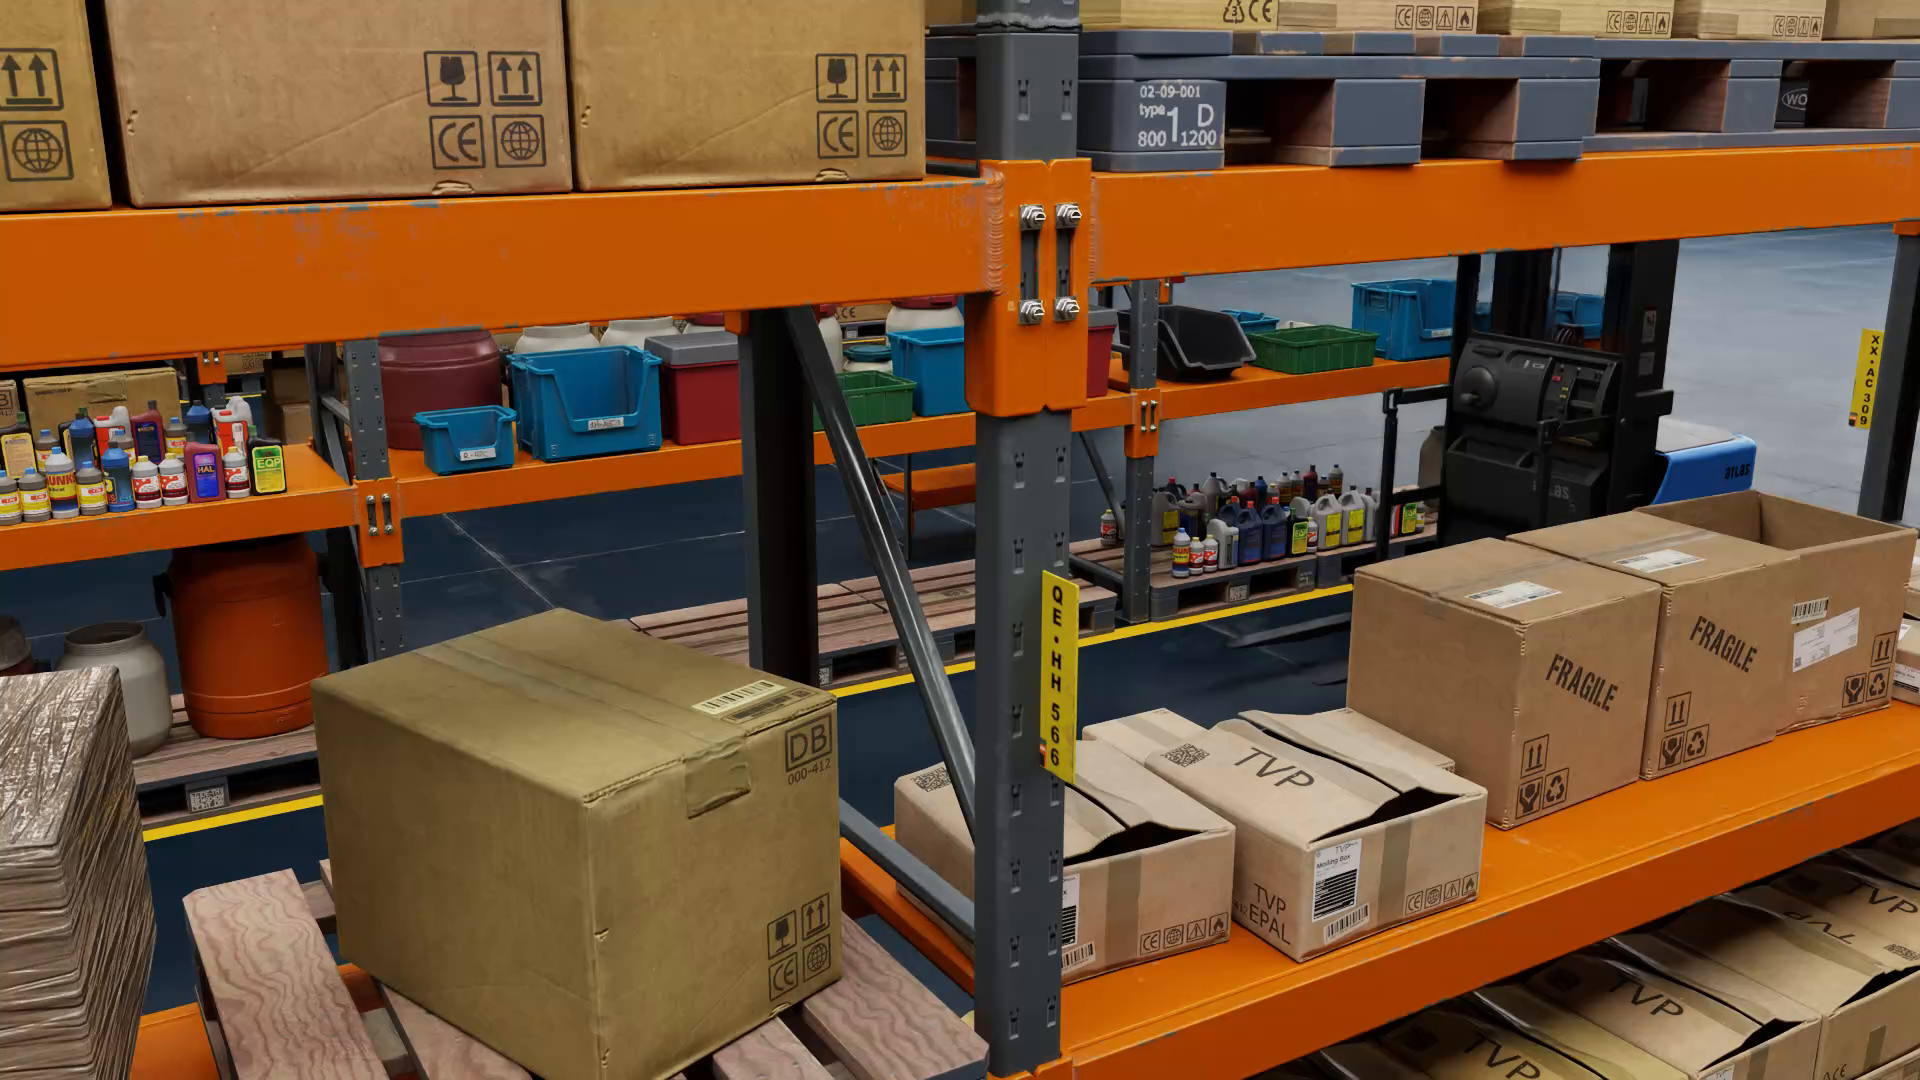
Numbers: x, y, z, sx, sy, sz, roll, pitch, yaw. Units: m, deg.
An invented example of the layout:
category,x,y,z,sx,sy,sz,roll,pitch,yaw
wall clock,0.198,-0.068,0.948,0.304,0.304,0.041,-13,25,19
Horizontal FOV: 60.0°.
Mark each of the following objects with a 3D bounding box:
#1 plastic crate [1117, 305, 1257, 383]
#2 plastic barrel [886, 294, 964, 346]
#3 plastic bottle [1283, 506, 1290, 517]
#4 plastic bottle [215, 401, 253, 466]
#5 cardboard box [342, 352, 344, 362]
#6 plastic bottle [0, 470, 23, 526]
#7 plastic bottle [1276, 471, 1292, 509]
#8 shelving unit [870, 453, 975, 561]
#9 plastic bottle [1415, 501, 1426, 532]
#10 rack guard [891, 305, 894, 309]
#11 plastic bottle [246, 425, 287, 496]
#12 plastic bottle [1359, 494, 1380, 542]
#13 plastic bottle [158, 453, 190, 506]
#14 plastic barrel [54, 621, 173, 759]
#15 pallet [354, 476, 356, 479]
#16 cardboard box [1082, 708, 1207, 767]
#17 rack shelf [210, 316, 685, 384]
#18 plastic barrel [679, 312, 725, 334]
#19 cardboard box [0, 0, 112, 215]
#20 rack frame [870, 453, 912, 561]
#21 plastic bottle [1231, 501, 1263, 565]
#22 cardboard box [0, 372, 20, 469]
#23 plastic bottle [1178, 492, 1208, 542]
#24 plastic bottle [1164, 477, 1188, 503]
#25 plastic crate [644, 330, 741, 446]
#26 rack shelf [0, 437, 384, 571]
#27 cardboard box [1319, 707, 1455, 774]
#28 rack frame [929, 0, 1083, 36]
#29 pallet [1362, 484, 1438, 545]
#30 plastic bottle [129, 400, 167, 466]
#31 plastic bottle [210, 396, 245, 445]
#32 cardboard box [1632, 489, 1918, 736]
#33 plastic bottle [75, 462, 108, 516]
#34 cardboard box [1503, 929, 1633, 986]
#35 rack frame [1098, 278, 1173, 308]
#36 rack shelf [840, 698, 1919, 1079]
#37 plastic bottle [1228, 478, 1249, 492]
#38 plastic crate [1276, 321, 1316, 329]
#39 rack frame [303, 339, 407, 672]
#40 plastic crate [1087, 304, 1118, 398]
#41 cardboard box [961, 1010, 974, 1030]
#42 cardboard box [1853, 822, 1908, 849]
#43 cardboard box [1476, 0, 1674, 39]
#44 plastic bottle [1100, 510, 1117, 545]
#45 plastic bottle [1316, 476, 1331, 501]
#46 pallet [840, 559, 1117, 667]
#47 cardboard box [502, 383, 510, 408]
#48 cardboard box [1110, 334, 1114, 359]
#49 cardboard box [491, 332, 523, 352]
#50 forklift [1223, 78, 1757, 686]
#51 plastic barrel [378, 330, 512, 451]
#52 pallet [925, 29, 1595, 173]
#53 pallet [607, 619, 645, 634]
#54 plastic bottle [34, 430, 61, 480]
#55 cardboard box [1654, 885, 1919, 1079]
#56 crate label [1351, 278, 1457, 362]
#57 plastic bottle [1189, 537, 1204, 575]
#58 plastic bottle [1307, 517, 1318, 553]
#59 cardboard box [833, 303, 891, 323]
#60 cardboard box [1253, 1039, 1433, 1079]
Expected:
category,x,y,z,sx,sy,sz,roll,pitch,yaw
plastic crate,1.260,-1.107,9.415,0.504,0.338,0.767,-9,18,-30
plastic barrel,-0.188,-1.076,8.940,0.433,0.535,0.433,0,16,0
plastic bottle,1.920,-0.063,9.816,0.097,0.271,0.097,0,16,0
plastic bottle,-3.142,-0.457,7.212,0.135,0.276,0.152,-9,18,-30
cardboard box,-4.226,-1.228,12.162,0.500,0.250,0.500,-7,17,-23
plastic bottle,-3.617,-0.161,6.296,0.097,0.201,0.097,0,16,0
plastic bottle,2.080,-0.306,10.683,0.097,0.271,0.097,0,16,0
shelving unit,-0.006,-0.541,10.755,1.048,1.125,0.538,-9,18,-30
plastic bottle,2.826,-0.157,10.281,0.097,0.201,0.097,0,16,0
rack guard,-0.824,-2.756,19.817,0.348,0.500,1.175,-9,18,-30
plastic bottle,-2.810,-0.326,6.731,0.133,0.283,0.061,-9,18,-30
plastic bottle,2.476,-0.145,10.100,0.135,0.276,0.152,-10,18,-31
plastic bottle,-3.117,-0.243,6.586,0.097,0.201,0.097,0,16,0
plastic barrel,-3.532,0.630,6.937,0.421,0.512,0.421,0,16,0
pallet,-4.564,-0.449,12.119,1.213,0.211,1.003,-9,18,-30
cardboard box,0.493,0.541,3.886,0.250,0.149,0.380,-9,18,-30
rack shelf,-3.520,-1.615,12.445,4.000,0.370,1.077,-9,18,-30
plastic barrel,-1.187,-0.914,8.362,0.433,0.535,0.433,0,16,0
cardboard box,-1.375,-0.671,2.005,0.500,0.500,0.910,-9,18,-30
rack frame,-0.442,-0.470,10.503,0.032,1.125,0.500,-9,18,-30
plastic bottle,1.651,-0.046,9.608,0.185,0.351,0.144,-9,18,-28
cardboard box,-6.605,-0.649,10.826,0.875,0.875,1.225,-9,18,-30
plastic bottle,1.411,-0.146,10.103,0.135,0.276,0.152,-9,18,-30
plastic bottle,1.313,-0.212,10.203,0.185,0.351,0.144,-10,19,-32
plastic crate,-1.141,-0.722,7.809,0.583,0.464,0.402,-9,18,-30
rack shelf,-4.398,0.087,6.374,4.000,0.370,1.077,-9,18,-30
cardboard box,0.929,0.540,3.891,0.250,0.149,0.380,-8,17,-26
rack frame,-0.136,-2.279,2.368,0.127,3.000,1.000,-9,18,-30
pallet,3.434,-0.173,11.137,1.213,0.211,1.003,-9,18,-30
plastic bottle,-3.526,-0.460,7.211,0.133,0.283,0.061,-9,18,-30
plastic bottle,-3.221,-0.492,7.337,0.135,0.276,0.152,-9,18,-30
cardboard box,2.175,0.182,4.520,0.500,0.500,0.500,-8,17,-26
plastic bottle,-3.367,-0.202,6.441,0.097,0.201,0.097,0,16,0
cardboard box,1.493,1.119,4.638,0.500,0.311,0.500,-9,18,-28
rack frame,1.623,-2.795,15.324,0.127,3.000,1.000,-9,18,-30
rack shelf,1.579,0.678,4.267,4.000,0.370,1.077,-9,18,-30
plastic bottle,1.732,-0.243,10.450,0.135,0.276,0.152,-9,18,-29
plastic crate,2.007,-1.250,10.302,0.437,0.136,0.530,-9,18,-30
rack frame,-2.683,-0.537,7.268,0.127,3.000,1.000,-9,18,-30
plastic crate,0.488,-0.986,8.751,0.583,0.464,0.402,-9,18,-30
cardboard box,0.187,1.331,3.880,0.500,0.311,0.500,-9,18,-28
cardboard box,2.811,0.905,5.401,0.500,0.311,0.500,-9,18,-30
cardboard box,1.161,-1.195,3.558,0.500,0.250,0.500,-10,18,-31
plastic bottle,0.896,-0.080,10.007,0.097,0.201,0.097,0,16,0
plastic bottle,2.371,-0.319,10.861,0.097,0.201,0.097,0,16,0
pallet,0.092,0.368,9.207,1.213,0.211,1.003,-9,18,-30
cardboard box,-3.719,-0.949,12.556,0.500,0.500,0.700,-8,17,-25
cardboard box,1.079,-1.711,15.308,0.500,0.500,0.500,-6,17,-19
cardboard box,-4.759,-2.413,17.349,0.750,0.750,1.050,-9,18,-30
forklift,2.760,-0.822,8.413,3.031,2.935,1.130,-10,18,-31
plastic barrel,-2.442,-0.737,7.730,0.708,0.536,0.600,-9,18,-30
pallet,0.400,-0.859,3.209,1.003,0.211,1.213,-8,18,-27
pallet,-1.999,0.707,7.997,1.213,0.211,1.003,-9,18,-30
plastic bottle,-3.845,-0.363,7.017,0.097,0.201,0.097,0,16,0
cardboard box,2.222,1.170,4.454,0.500,0.311,0.500,-9,18,-30
crate label,2.736,-1.348,10.095,0.616,0.435,0.502,-9,18,-30
plastic bottle,1.331,0.085,9.417,0.097,0.201,0.097,0,16,0
plastic bottle,2.067,-0.034,9.843,0.097,0.201,0.097,0,16,0
cardboard box,-1.392,-3.026,19.307,0.875,0.875,0.875,-9,18,-29
cardboard box,0.911,1.381,3.702,0.500,0.311,0.500,-10,18,-31
